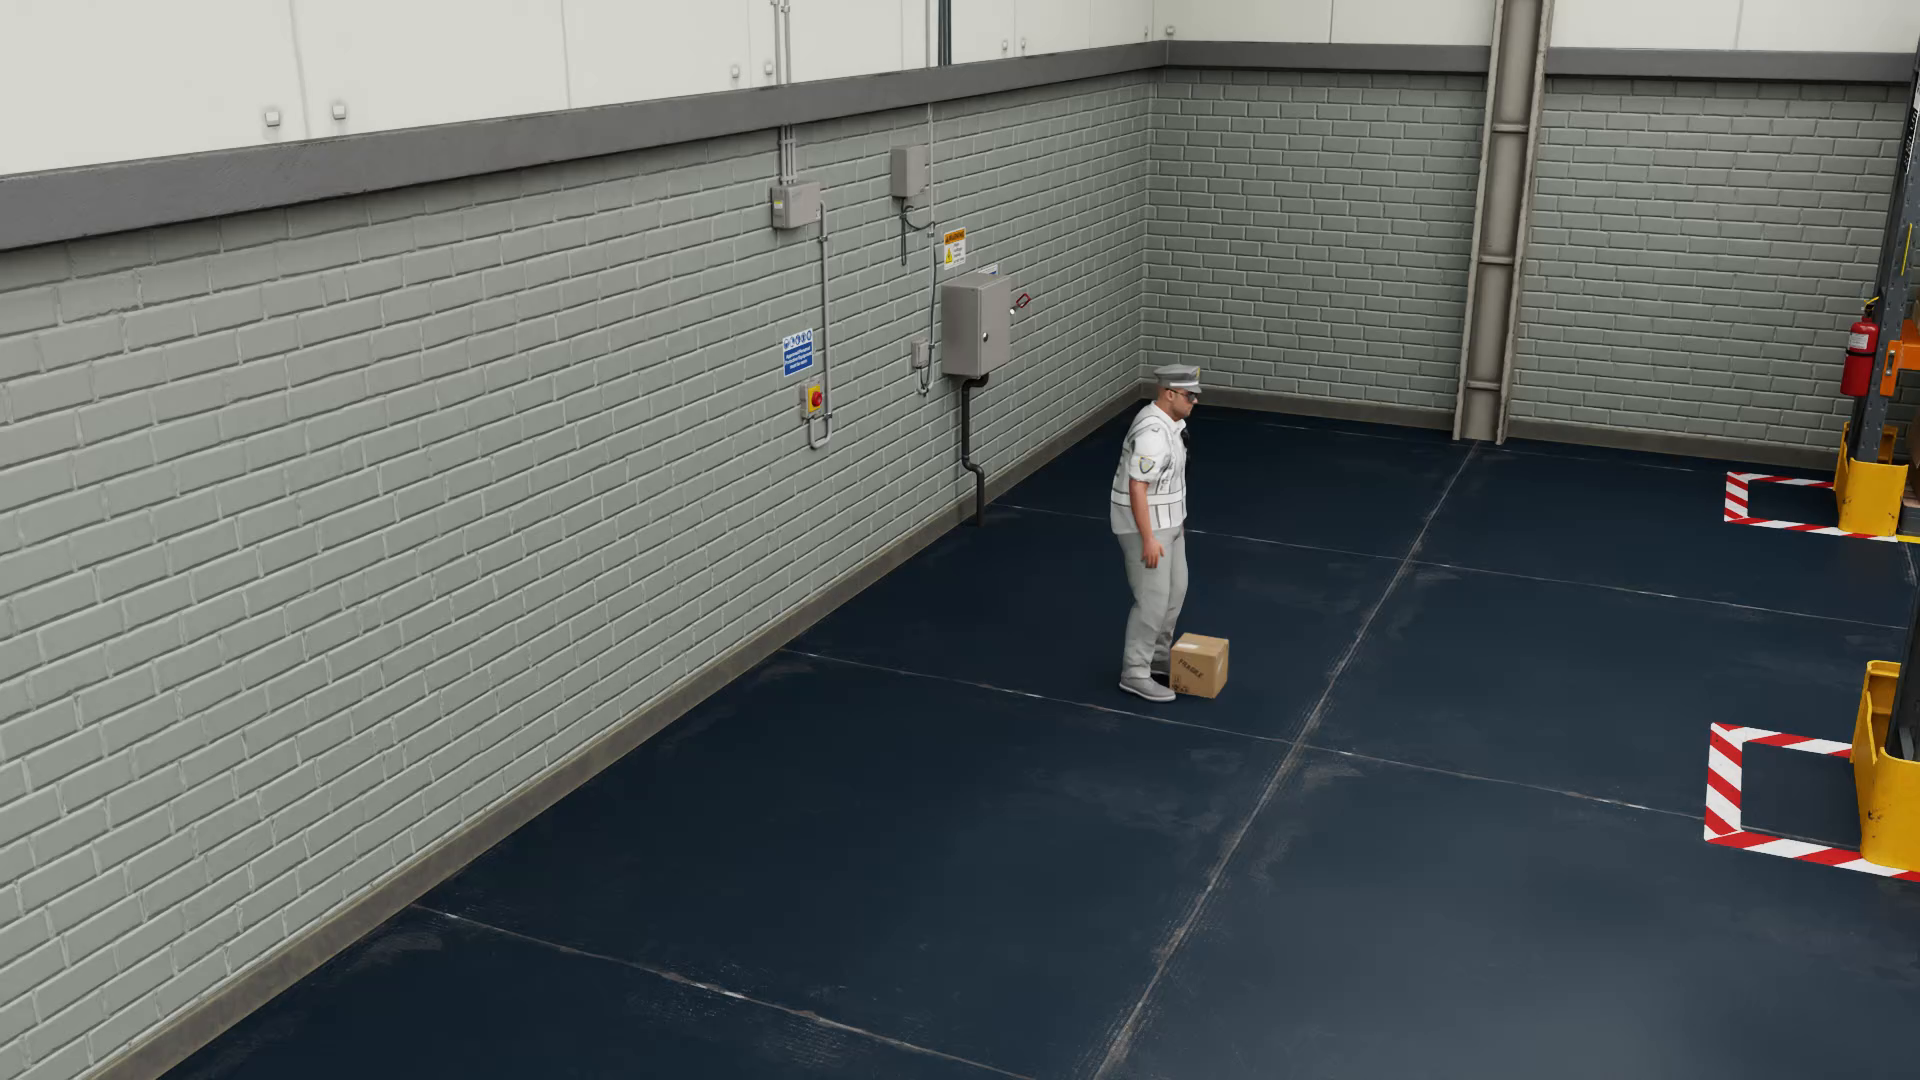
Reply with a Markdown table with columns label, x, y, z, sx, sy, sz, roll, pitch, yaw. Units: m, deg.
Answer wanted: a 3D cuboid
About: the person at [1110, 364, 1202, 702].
| label | x | y | z | sx | sy | sz | roll | pitch | yaw |
| --- | --- | --- | --- | --- | --- | --- | --- | --- | --- |
| person | 1.042 | -0.069 | 8.755 | 0.478 | 1.747 | 0.584 | 7 | 20 | 21 |
